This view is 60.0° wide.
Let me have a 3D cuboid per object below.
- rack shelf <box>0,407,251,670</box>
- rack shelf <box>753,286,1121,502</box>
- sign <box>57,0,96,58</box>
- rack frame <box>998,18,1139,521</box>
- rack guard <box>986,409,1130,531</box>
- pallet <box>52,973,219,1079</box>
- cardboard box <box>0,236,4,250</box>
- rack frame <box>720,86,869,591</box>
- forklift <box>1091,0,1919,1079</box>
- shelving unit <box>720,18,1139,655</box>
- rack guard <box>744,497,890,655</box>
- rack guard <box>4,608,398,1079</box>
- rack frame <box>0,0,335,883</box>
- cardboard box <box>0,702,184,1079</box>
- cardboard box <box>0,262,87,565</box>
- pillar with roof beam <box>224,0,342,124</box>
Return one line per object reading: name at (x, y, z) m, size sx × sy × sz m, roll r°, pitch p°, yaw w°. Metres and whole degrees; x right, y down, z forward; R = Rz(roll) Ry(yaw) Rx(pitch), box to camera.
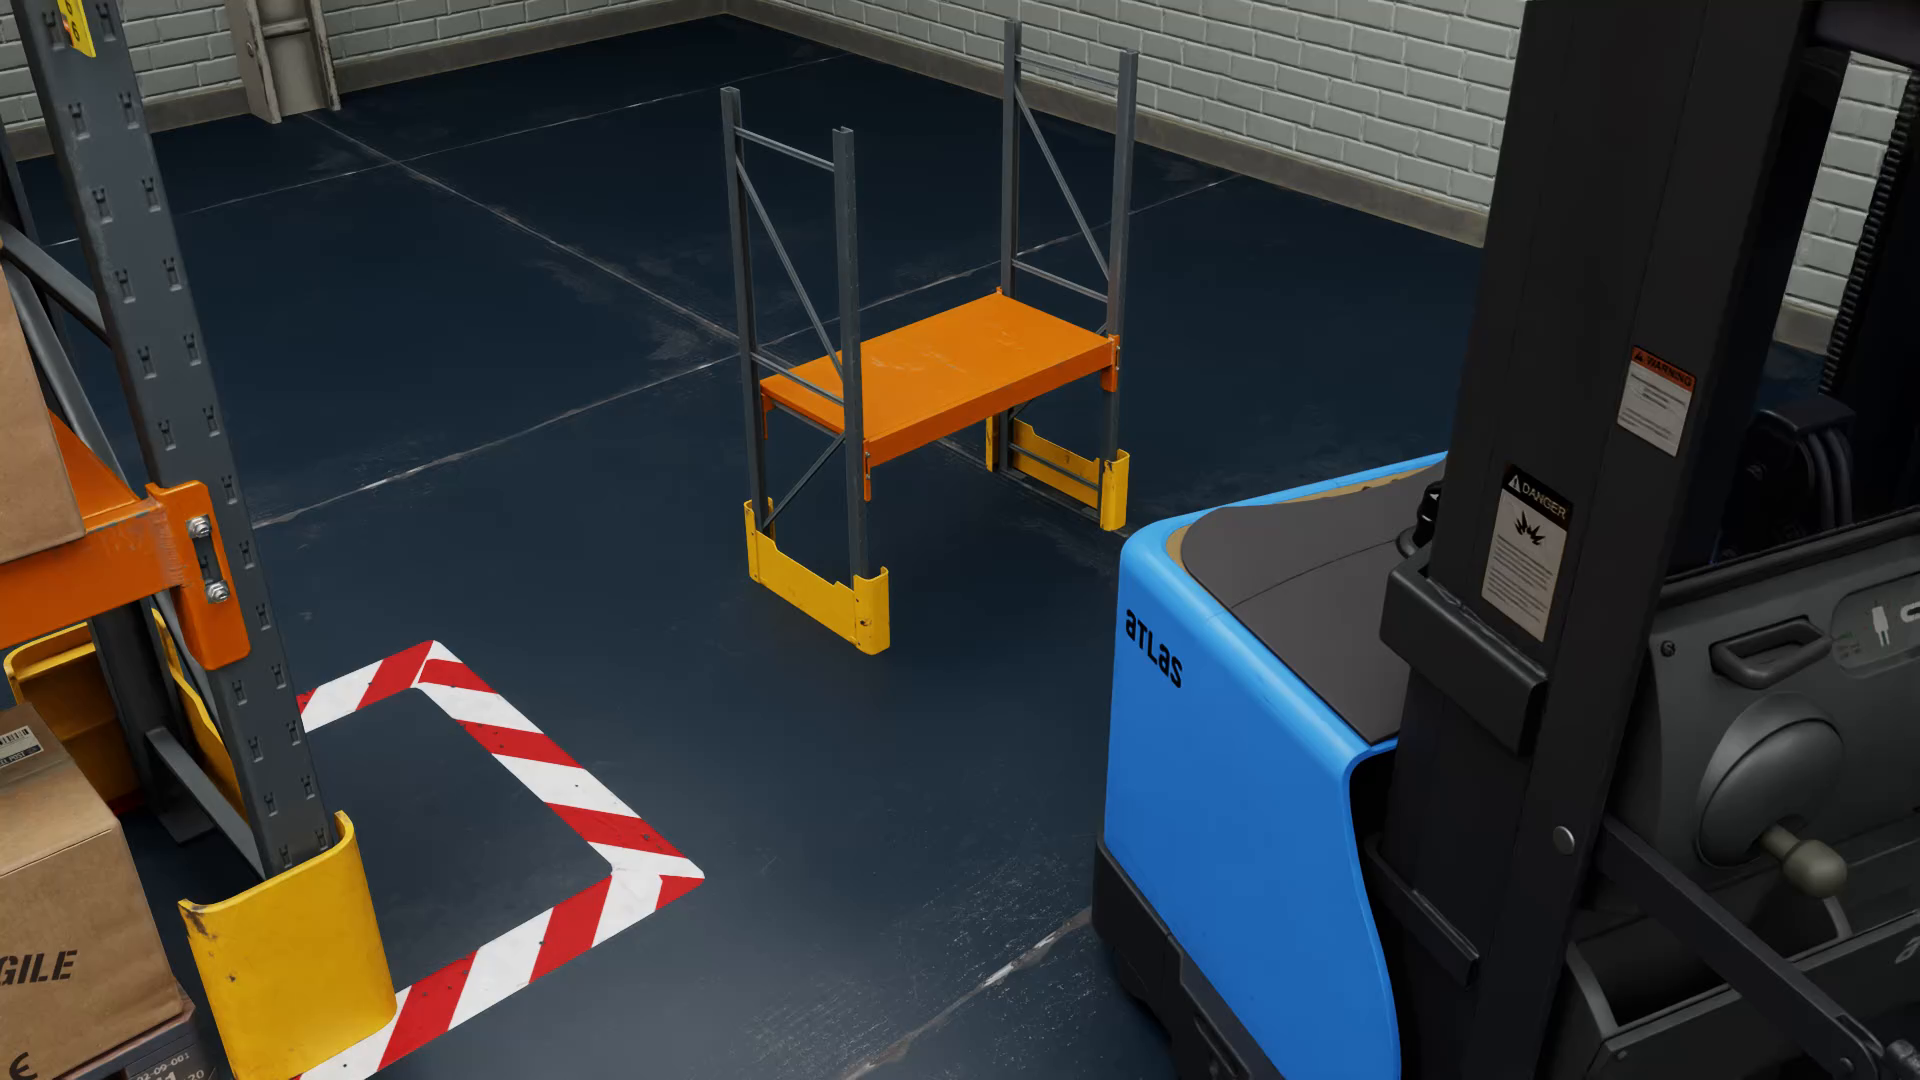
rack shelf at (-3.122, 0.567, 2.137) m, size 4.000 × 0.370 × 1.077 m, roll -26°, pitch 40°, yaw -35°
rack shelf at (-0.063, -0.456, 4.903) m, size 1.000 × 0.185 × 0.538 m, roll -26°, pitch 40°, yaw -35°
sign at (-1.293, -0.859, 2.366) m, size 0.005 × 0.325 × 0.100 m, roll -26°, pitch 40°, yaw -35°
rack frame at (0.310, -0.790, 5.104) m, size 0.032 × 1.500 × 0.500 m, roll -26°, pitch 40°, yaw -35°
rack guard at (0.309, -0.256, 5.429) m, size 0.087 × 0.250 × 0.587 m, roll -26°, pitch 40°, yaw -35°
pallet at (-2.295, 1.051, 3.330) m, size 1.213 × 0.211 × 1.003 m, roll -26°, pitch 40°, yaw -35°
cardboard box at (-1.795, -0.655, 2.392) m, size 0.500 × 0.500 × 0.500 m, roll -26°, pitch 40°, yaw -36°
rack frame at (-0.435, -0.429, 4.514) m, size 0.032 × 1.500 × 0.500 m, roll -26°, pitch 40°, yaw -35°
forklift at (1.361, 0.240, 2.049) m, size 1.130 × 2.935 × 3.031 m, roll -13°, pitch 34°, yaw -21°
shelving unit at (-0.056, -0.613, 4.815) m, size 1.083 × 1.500 × 0.587 m, roll -26°, pitch 40°, yaw -35°
rack guard at (-0.421, 0.097, 4.852) m, size 0.087 × 0.250 × 0.587 m, roll -26°, pitch 40°, yaw -35°
rack guard at (-1.711, 0.644, 3.717) m, size 0.348 × 0.500 × 1.175 m, roll -26°, pitch 40°, yaw -35°
rack frame at (-1.655, -0.449, 3.109) m, size 0.127 × 3.000 × 1.000 m, roll -26°, pitch 40°, yaw -35°
cardboard box at (-1.887, 0.717, 3.177) m, size 0.500 × 0.500 × 0.500 m, roll -26°, pitch 40°, yaw -35°
cardboard box at (-1.799, -0.229, 2.653) m, size 0.500 × 0.500 × 0.500 m, roll -24°, pitch 39°, yaw -34°
pillar with roof beam at (-0.707, -4.544, 4.055) m, size 0.400 × 9.000 × 9.100 m, roll -26°, pitch 40°, yaw -35°
